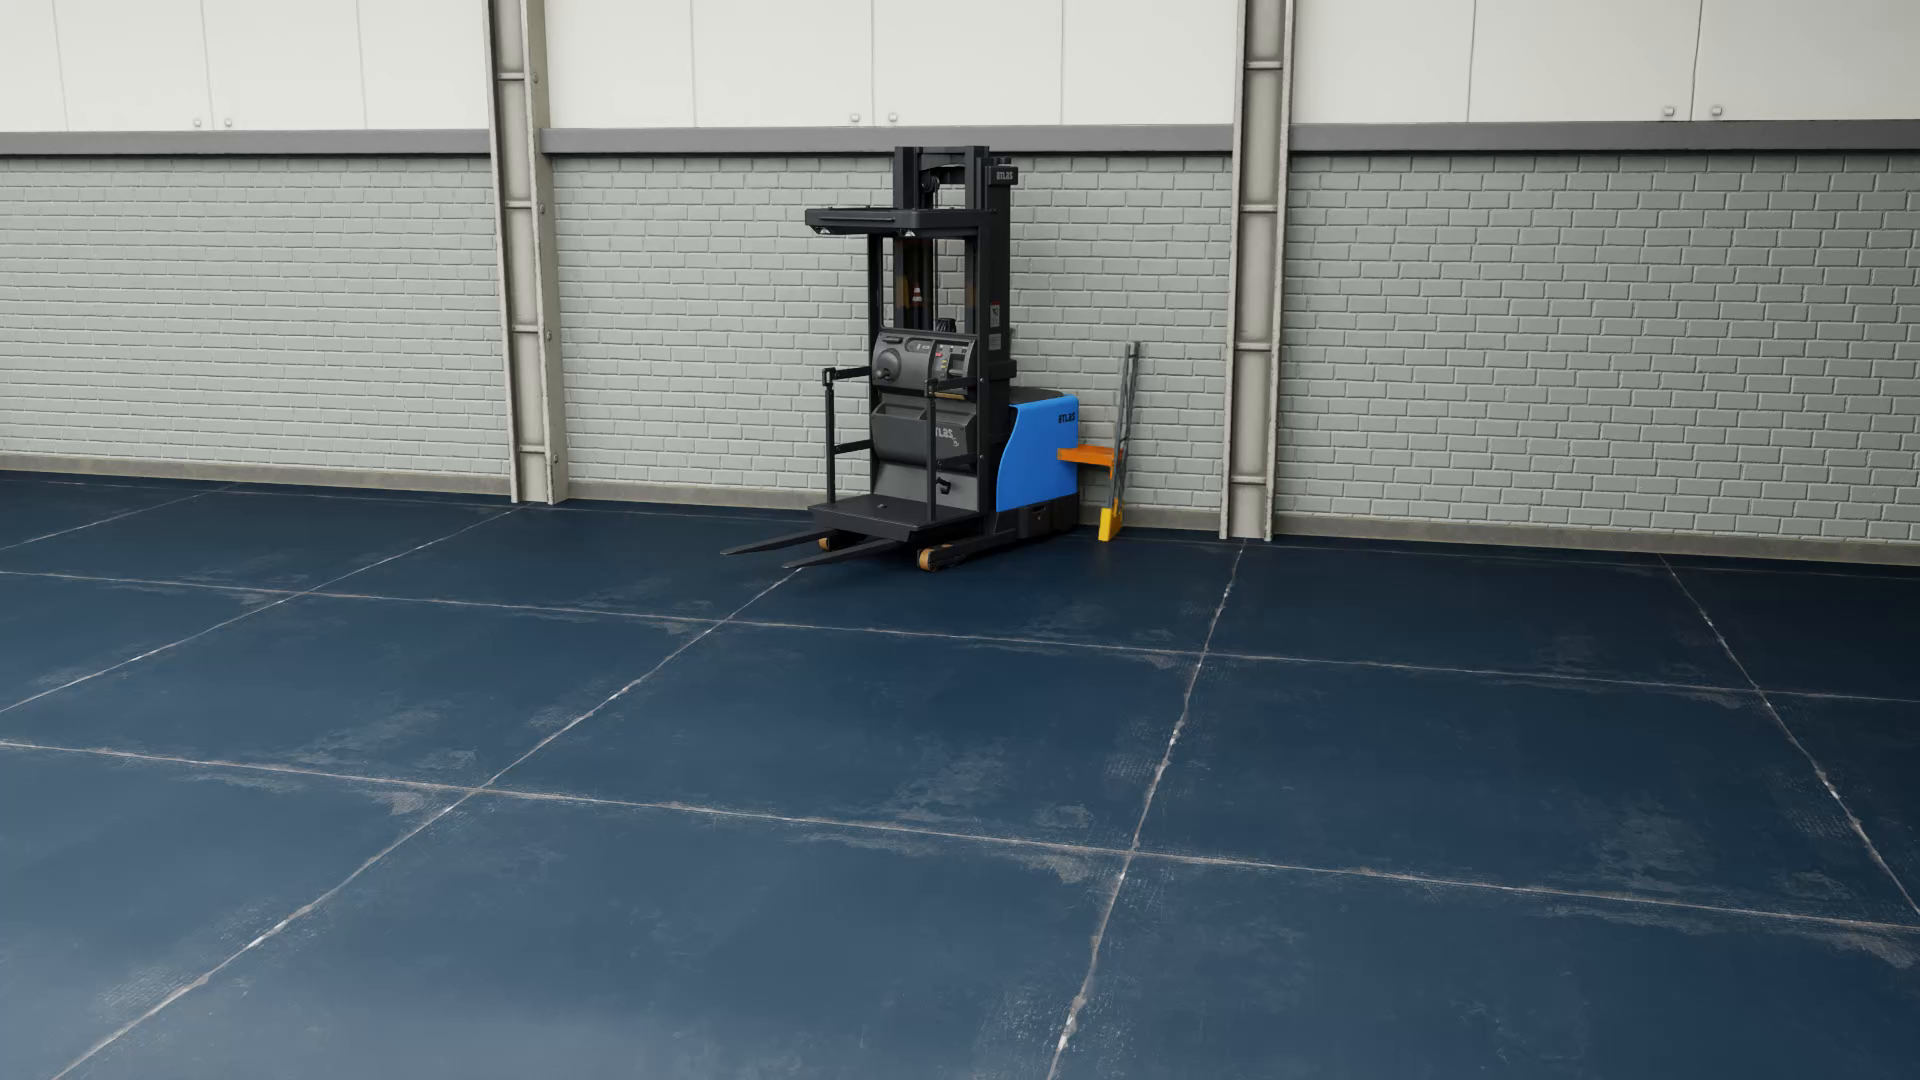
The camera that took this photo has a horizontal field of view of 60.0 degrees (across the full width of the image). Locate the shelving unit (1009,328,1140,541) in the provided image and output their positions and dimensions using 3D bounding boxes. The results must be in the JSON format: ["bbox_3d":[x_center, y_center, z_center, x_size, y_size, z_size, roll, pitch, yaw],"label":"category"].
[{"bbox_3d":[0.750,-0.837,12.905,1.083,1.500,0.587,8,11,14],"label":"shelving unit"}]

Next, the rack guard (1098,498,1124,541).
[{"bbox_3d":[1.174,-0.159,12.899,0.087,0.250,0.587,8,11,14],"label":"rack guard"}]

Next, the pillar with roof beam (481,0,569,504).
[{"bbox_3d":[-4.634,-3.833,9.233,0.400,9.000,9.100,3,13,14],"label":"pillar with roof beam"}]

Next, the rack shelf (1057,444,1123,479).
[{"bbox_3d":[0.743,-0.660,12.935,1.000,0.185,0.538,8,11,14],"label":"rack shelf"}]

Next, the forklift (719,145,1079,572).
[{"bbox_3d":[-0.405,-1.328,11.952,1.130,2.935,3.031,10,16,39],"label":"forklift"}]

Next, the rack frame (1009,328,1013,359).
[{"bbox_3d":[0.270,-0.903,13.023,0.032,1.500,0.500,8,11,14],"label":"rack frame"}]

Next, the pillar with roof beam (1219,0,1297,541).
[{"bbox_3d":[1.191,-3.521,7.830,0.400,9.000,9.100,3,13,14],"label":"pillar with roof beam"}]

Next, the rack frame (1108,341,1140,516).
[{"bbox_3d":[1.248,-0.769,12.782,0.032,1.500,0.500,8,11,14],"label":"rack frame"}]
